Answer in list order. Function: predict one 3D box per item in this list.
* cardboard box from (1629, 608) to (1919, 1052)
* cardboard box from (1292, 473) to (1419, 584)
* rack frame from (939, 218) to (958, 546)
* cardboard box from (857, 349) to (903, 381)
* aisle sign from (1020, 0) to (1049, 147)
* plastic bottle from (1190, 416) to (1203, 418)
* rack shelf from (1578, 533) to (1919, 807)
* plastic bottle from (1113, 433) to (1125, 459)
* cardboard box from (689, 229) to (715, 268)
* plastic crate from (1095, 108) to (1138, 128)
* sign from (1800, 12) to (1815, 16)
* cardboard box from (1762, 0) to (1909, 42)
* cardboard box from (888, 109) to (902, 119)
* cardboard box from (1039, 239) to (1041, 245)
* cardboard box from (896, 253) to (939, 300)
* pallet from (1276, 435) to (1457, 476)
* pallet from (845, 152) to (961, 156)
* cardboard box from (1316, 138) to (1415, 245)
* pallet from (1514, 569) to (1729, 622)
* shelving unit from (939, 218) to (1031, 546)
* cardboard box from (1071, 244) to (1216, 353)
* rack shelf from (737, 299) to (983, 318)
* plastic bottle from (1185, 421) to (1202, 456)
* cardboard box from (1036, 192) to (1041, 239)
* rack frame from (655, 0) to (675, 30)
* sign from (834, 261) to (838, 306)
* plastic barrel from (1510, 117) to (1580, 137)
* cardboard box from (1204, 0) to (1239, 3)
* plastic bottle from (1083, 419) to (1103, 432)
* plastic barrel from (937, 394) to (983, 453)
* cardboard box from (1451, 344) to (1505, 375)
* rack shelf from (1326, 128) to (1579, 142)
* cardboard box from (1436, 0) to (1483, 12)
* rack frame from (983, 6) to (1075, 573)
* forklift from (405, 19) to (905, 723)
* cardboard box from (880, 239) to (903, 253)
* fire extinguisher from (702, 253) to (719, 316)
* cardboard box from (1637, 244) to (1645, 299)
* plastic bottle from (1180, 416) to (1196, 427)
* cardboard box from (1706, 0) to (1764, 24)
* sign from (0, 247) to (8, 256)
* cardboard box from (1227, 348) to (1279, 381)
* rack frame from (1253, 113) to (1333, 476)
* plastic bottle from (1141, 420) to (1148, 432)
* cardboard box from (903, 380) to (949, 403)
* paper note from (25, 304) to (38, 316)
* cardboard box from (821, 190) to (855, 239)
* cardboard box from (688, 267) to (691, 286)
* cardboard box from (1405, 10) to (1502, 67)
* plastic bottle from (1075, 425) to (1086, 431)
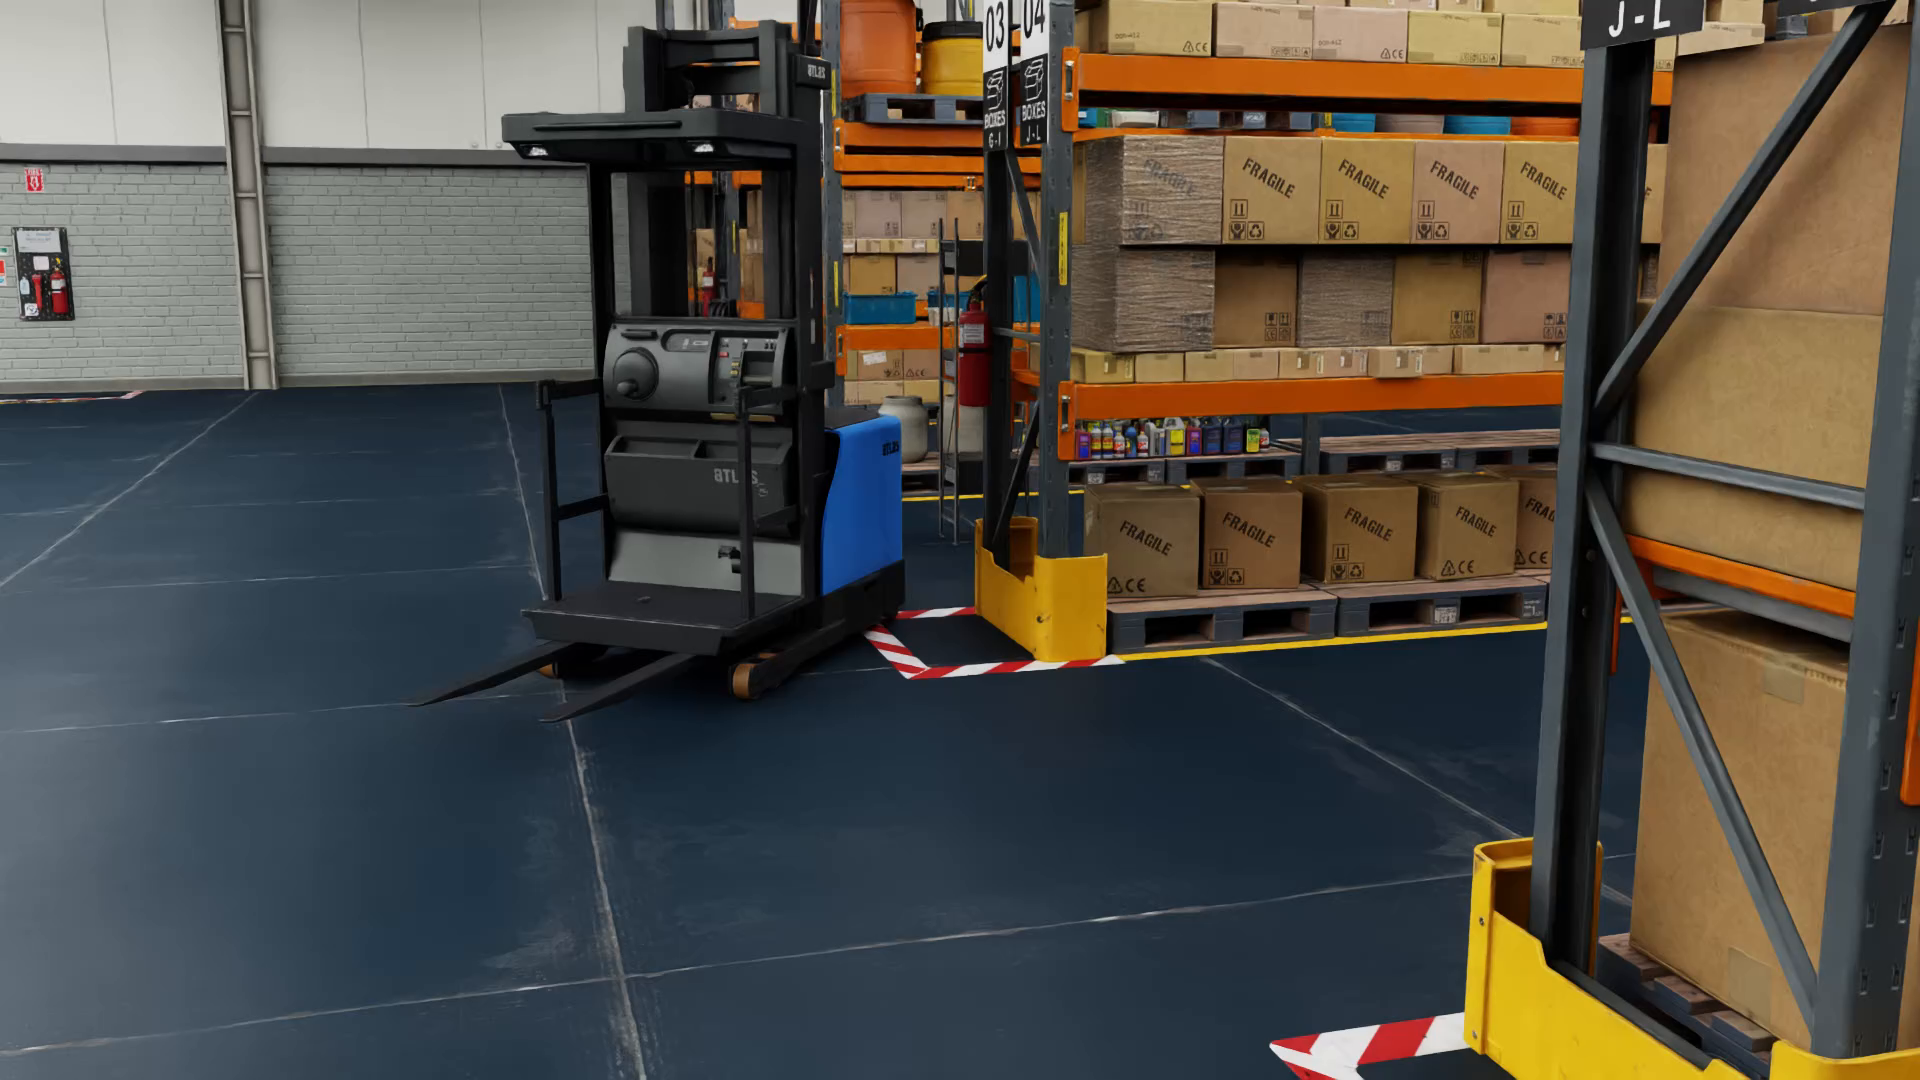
[{"bbox_3d":[2.240,0.663,3.870,0.875,0.875,0.875,-3,11,-16],"label":"cardboard box"},{"bbox_3d":[2.093,-0.068,8.873,0.500,0.500,0.500,-2,11,-11],"label":"cardboard box"},{"bbox_3d":[-0.075,-1.029,10.835,0.015,2.100,0.400,-3,11,-16],"label":"rack frame"},{"bbox_3d":[-0.915,-1.984,17.903,0.500,0.500,0.500,-3,11,-16],"label":"cardboard box"},{"bbox_3d":[0.342,-2.220,7.643,0.004,0.787,0.394,-3,11,-16],"label":"aisle sign"},{"bbox_3d":[2.043,-0.976,14.373,0.135,0.276,0.152,-3,11,-14],"label":"plastic bottle"},{"bbox_3d":[3.527,0.123,4.082,4.000,0.370,1.077,-3,11,-16],"label":"rack shelf"},{"bbox_3d":[1.281,-0.763,13.422,0.097,0.201,0.097,0,10,0],"label":"plastic bottle"},{"bbox_3d":[-3.293,-3.857,22.002,0.500,0.500,0.500,-3,11,-16],"label":"cardboard box"},{"bbox_3d":[1.183,-3.399,13.526,0.450,0.188,0.336,-3,11,-16],"label":"plastic crate"},{"bbox_3d":[4.317,-2.835,8.449,0.005,0.325,0.100,-3,11,-16],"label":"sign"},{"bbox_3d":[4.637,-2.939,8.995,0.637,0.503,0.797,-4,11,-19],"label":"cardboard box"},{"bbox_3d":[-0.777,-4.556,17.401,0.500,0.500,0.500,-3,11,-16],"label":"cardboard box"},{"bbox_3d":[0.703,-3.213,18.148,0.250,0.149,0.380,-3,11,-18],"label":"cardboard box"},{"bbox_3d":[-0.510,-2.869,18.069,0.500,0.500,0.700,-3,11,-14],"label":"cardboard box"},{"bbox_3d":[3.517,-0.736,14.460,1.213,0.211,1.003,-3,11,-16],"label":"pallet"},{"bbox_3d":[-0.588,-4.245,17.779,1.213,0.211,1.003,-3,11,-16],"label":"pallet"},{"bbox_3d":[1.884,-1.715,8.215,0.500,0.500,0.500,-3,11,-16],"label":"cardboard box"},{"bbox_3d":[3.523,0.212,9.312,1.213,0.211,1.003,-3,11,-16],"label":"pallet"},{"bbox_3d":[0.159,-1.041,10.902,0.503,2.100,0.431,-3,11,-16],"label":"shelving unit"},{"bbox_3d":[0.853,-1.216,8.268,0.500,0.500,0.875,-3,11,-16],"label":"cardboard box"},{"bbox_3d":[-0.527,-2.467,18.149,4.000,0.370,1.077,-3,11,-16],"label":"rack shelf"},{"bbox_3d":[1.907,-0.833,13.575,0.133,0.283,0.061,-2,11,-12],"label":"plastic bottle"},{"bbox_3d":[0.969,-3.586,18.379,0.500,0.500,0.700,-3,11,-16],"label":"cardboard box"},{"bbox_3d":[-3.836,-6.531,21.667,0.127,3.000,1.000,-3,11,-16],"label":"rack frame"},{"bbox_3d":[-0.917,-1.899,12.310,0.005,0.325,0.100,-3,11,-16],"label":"sign"},{"bbox_3d":[5.137,-3.913,14.543,0.708,0.830,0.600,-3,11,-16],"label":"plastic barrel"},{"bbox_3d":[1.131,-2.599,7.907,0.250,0.149,0.380,-3,11,-17],"label":"cardboard box"},{"bbox_3d":[1.115,-0.965,14.105,0.185,0.351,0.144,-3,11,-14],"label":"plastic bottle"},{"bbox_3d":[0.025,-0.913,13.434,0.421,0.512,0.421,0,10,0],"label":"plastic barrel"},{"bbox_3d":[2.590,-0.941,8.566,0.250,0.149,0.380,-3,11,-16],"label":"cardboard box"},{"bbox_3d":[4.694,-3.283,14.298,4.000,0.370,1.077,-3,11,-16],"label":"rack shelf"},{"bbox_3d":[2.379,-2.665,8.264,0.250,0.149,0.380,-3,11,-18],"label":"cardboard box"},{"bbox_3d":[0.318,-0.997,8.178,0.127,3.000,1.000,-3,11,-16],"label":"rack frame"},{"bbox_3d":[-1.288,-0.827,7.443,1.130,2.935,3.031,4,11,20],"label":"forklift"},{"bbox_3d":[-0.775,-3.136,17.726,0.250,0.149,0.380,-3,11,-17],"label":"cardboard box"},{"bbox_3d":[-2.691,-2.756,17.947,0.183,0.674,0.296,-3,11,-16],"label":"fire extinguisher"},{"bbox_3d":[3.219,-1.364,9.073,0.500,0.500,0.875,-3,11,-16],"label":"cardboard box"},{"bbox_3d":[1.923,-0.980,14.189,0.185,0.351,0.144,-3,11,-16],"label":"plastic bottle"},{"bbox_3d":[3.927,-2.730,8.622,0.250,0.149,0.380,-3,11,-14],"label":"cardboard box"},{"bbox_3d":[-12.103,-3.611,20.814,0.331,0.109,0.001,-3,11,-16],"label":"sign"},{"bbox_3d":[1.382,-0.882,8.248,0.250,0.149,0.380,-3,11,-16],"label":"cardboard box"},{"bbox_3d":[2.774,-2.061,13.955,0.127,3.000,1.000,-3,11,-16],"label":"rack frame"},{"bbox_3d":[1.554,-0.843,13.630,0.133,0.283,0.061,-3,11,-16],"label":"plastic bottle"},{"bbox_3d":[-0.430,-1.638,18.093,0.500,0.250,0.500,-3,11,-16],"label":"cardboard box"},{"bbox_3d":[-11.739,-2.914,21.023,0.142,0.148,0.016,-3,11,-16],"label":"paper note"},{"bbox_3d":[-1.442,-3.458,17.688,0.500,0.500,0.700,-3,11,-17],"label":"cardboard box"},{"bbox_3d":[-3.441,-3.574,22.534,0.500,0.250,0.500,-3,11,-15],"label":"cardboard box"},{"bbox_3d":[2.321,-2.457,8.237,0.500,0.250,0.500,-3,11,-14],"label":"cardboard box"},{"bbox_3d":[1.010,-0.862,13.957,0.097,0.201,0.097,0,10,0],"label":"plastic bottle"}]
